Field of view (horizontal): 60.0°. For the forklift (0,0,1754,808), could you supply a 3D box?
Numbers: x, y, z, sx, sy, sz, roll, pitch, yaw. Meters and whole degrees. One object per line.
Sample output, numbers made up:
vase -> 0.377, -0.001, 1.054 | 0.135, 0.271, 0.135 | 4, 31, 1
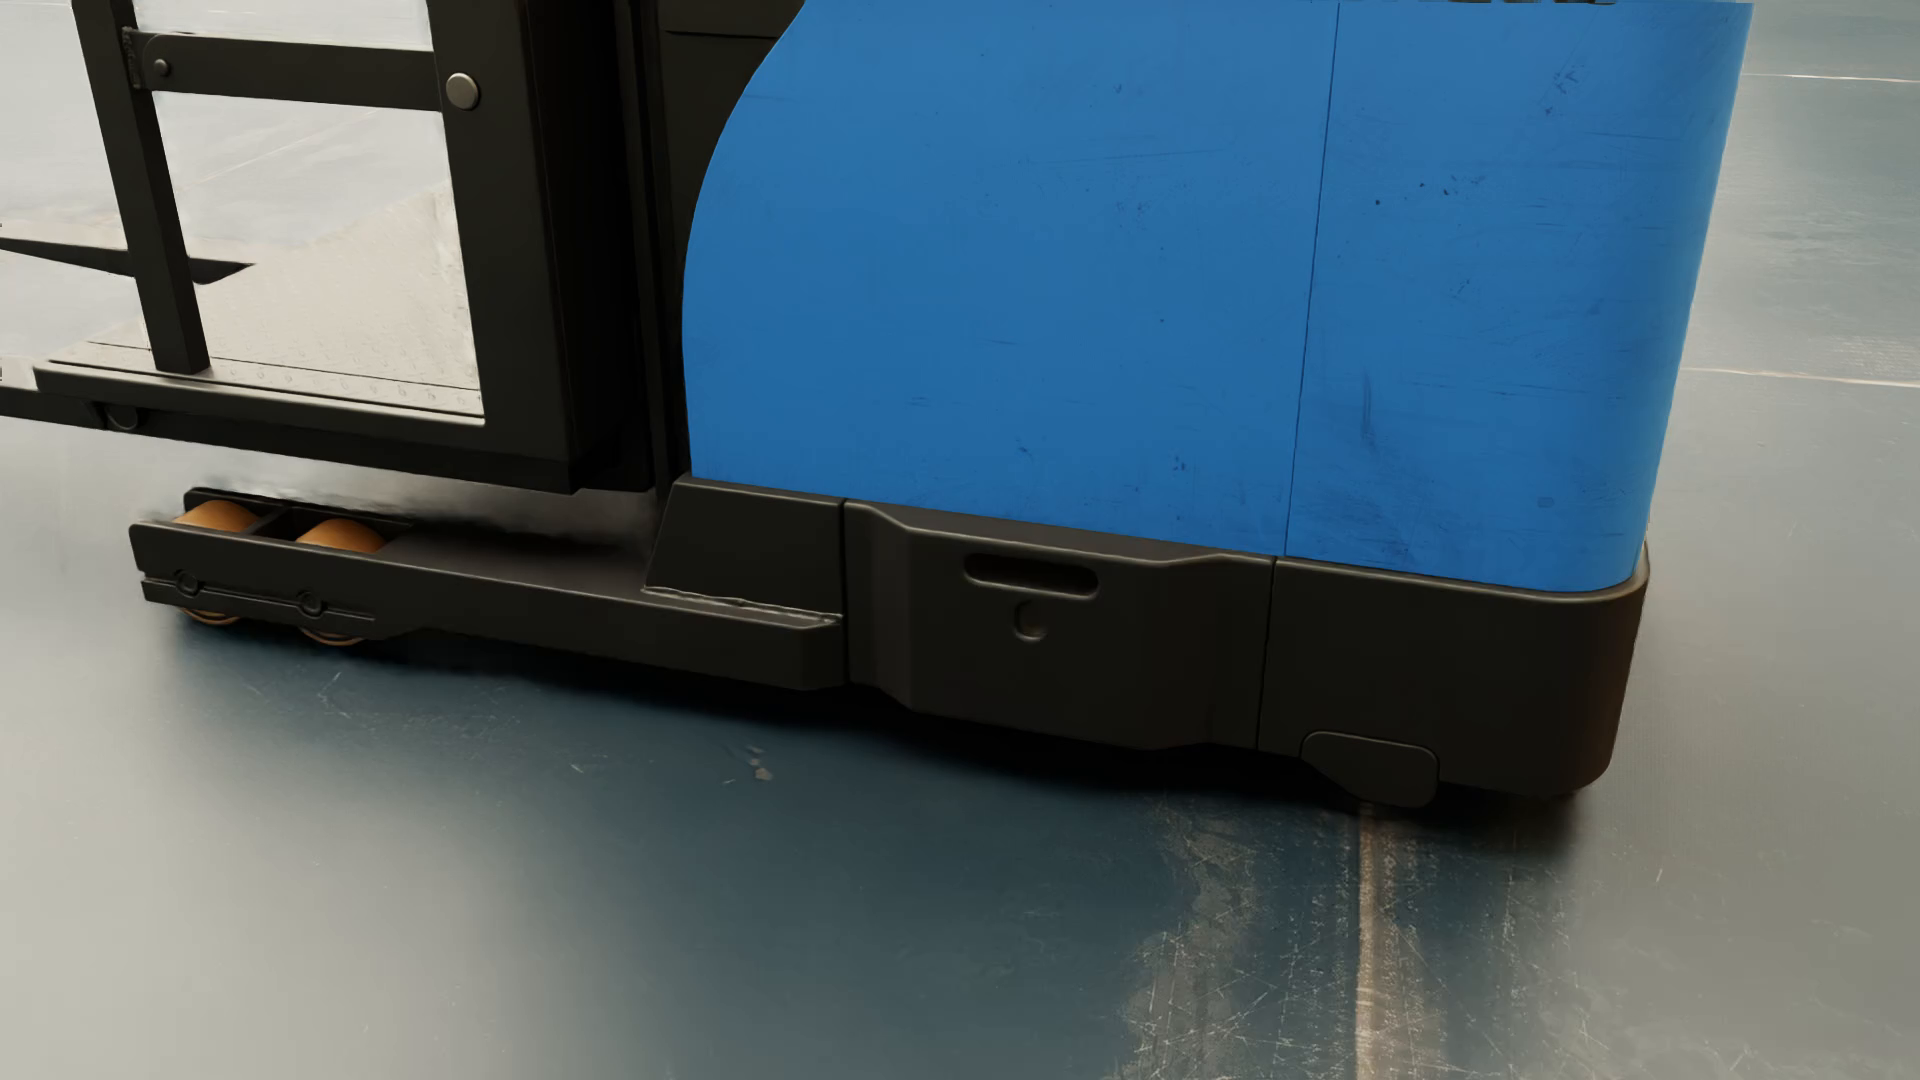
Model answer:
forklift -> -0.597, -1.384, 1.989 | 3.031, 2.935, 1.130 | 8, 28, 15
